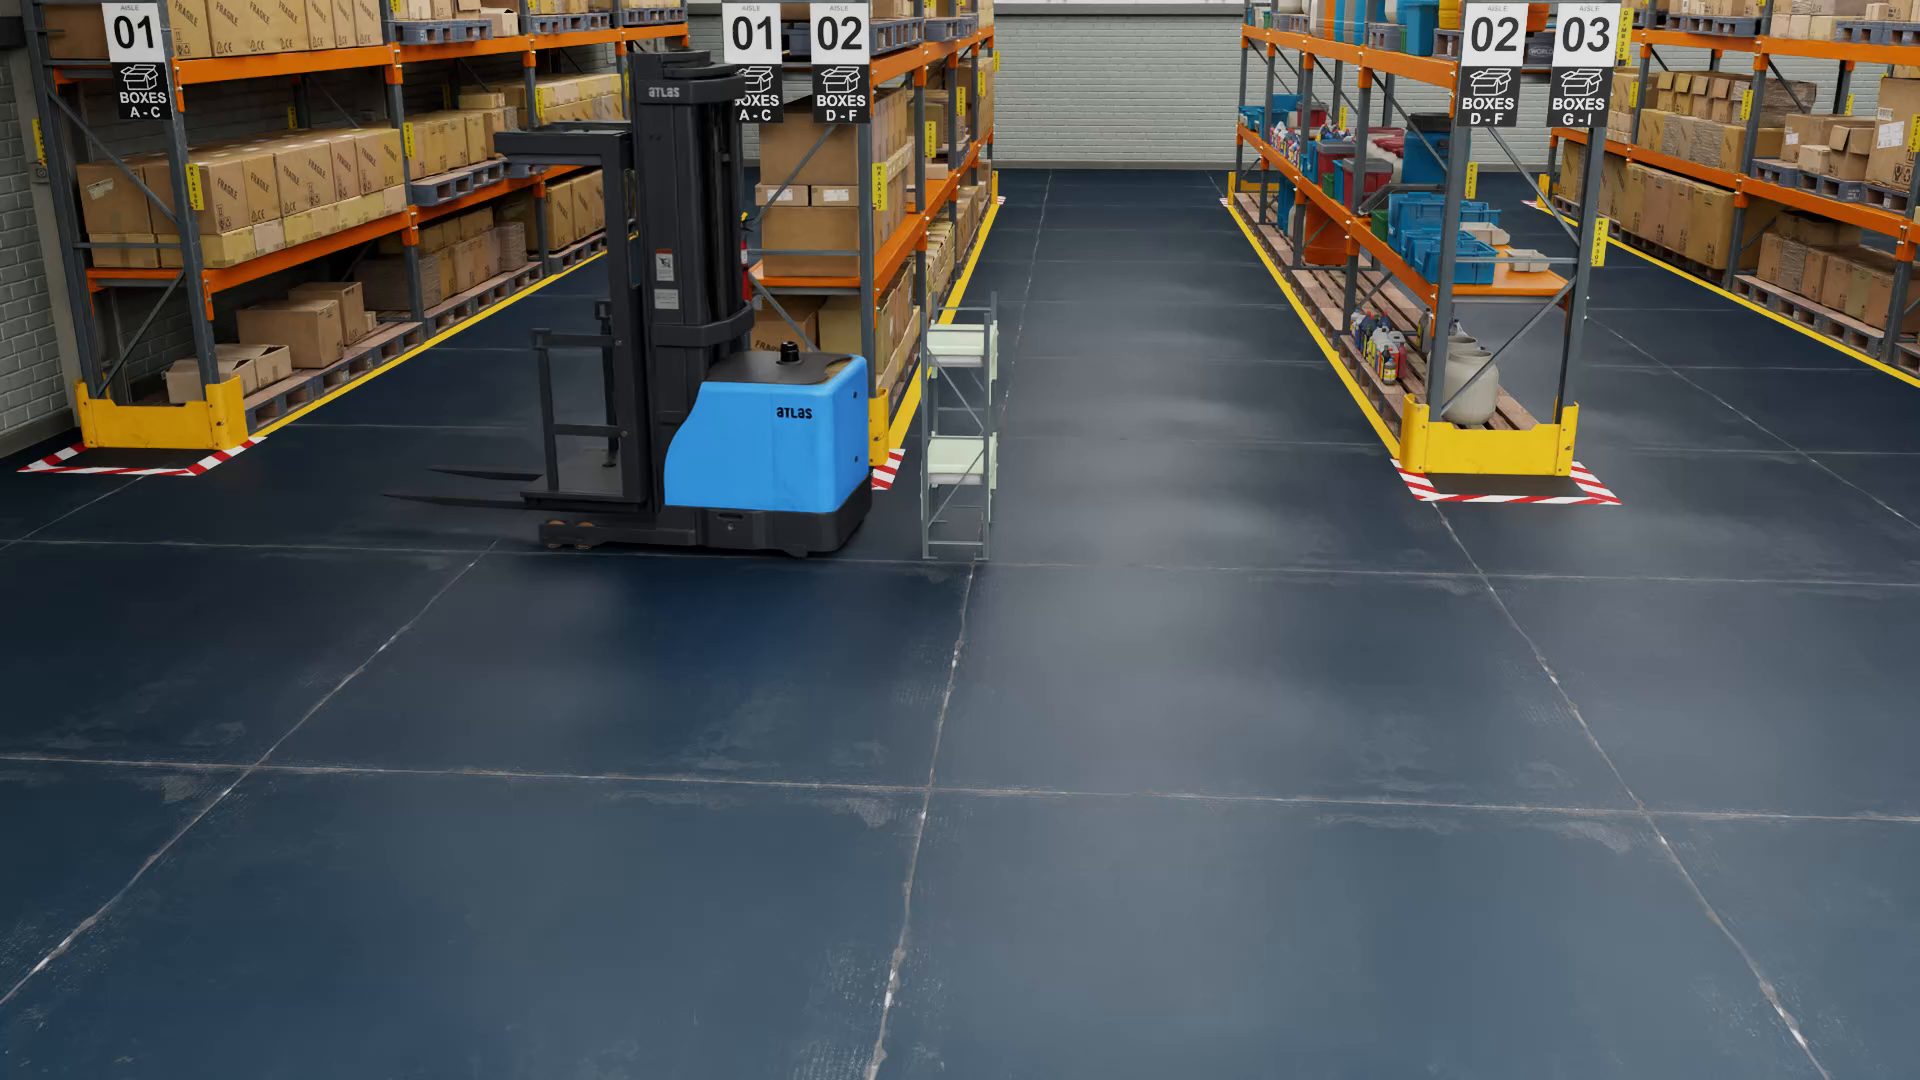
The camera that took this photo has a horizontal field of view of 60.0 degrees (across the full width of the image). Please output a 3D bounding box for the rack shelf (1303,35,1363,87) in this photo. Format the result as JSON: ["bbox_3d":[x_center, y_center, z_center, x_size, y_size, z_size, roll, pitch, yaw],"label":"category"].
[{"bbox_3d":[4.255,-4.869,16.805,1.077,0.370,4.000,1,18,4],"label":"rack shelf"}]

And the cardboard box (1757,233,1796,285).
[{"bbox_3d":[9.311,-3.109,18.402,0.700,0.500,0.500,0,18,1],"label":"cardboard box"}]

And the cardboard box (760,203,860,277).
[{"bbox_3d":[-1.069,-2.226,12.240,0.700,0.500,0.500,1,18,4],"label":"cardboard box"}]

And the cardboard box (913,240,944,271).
[{"bbox_3d":[-0.441,-3.036,17.712,0.500,0.311,0.500,2,18,5],"label":"cardboard box"}]

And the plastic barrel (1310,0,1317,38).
[{"bbox_3d":[4.071,-5.796,18.297,0.421,0.512,0.421,0,18,0],"label":"plastic barrel"}]

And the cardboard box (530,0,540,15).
[{"bbox_3d":[-5.520,-6.628,20.148,0.700,0.500,0.500,0,18,1],"label":"cardboard box"}]

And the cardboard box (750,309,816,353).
[{"bbox_3d":[-1.373,-1.457,12.588,0.500,0.500,0.500,1,18,4],"label":"cardboard box"}]

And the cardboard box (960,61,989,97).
[{"bbox_3d":[0.170,-6.904,24.910,0.500,0.500,0.500,2,18,6],"label":"cardboard box"}]

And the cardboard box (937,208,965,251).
[{"bbox_3d":[-0.192,-3.838,20.626,0.500,0.500,0.500,1,18,2],"label":"cardboard box"}]

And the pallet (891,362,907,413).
[{"bbox_3d":[-1.012,-1.325,14.129,1.003,0.211,1.213,1,18,4],"label":"pallet"}]

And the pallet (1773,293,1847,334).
[{"bbox_3d":[9.191,-2.351,17.258,1.003,0.211,1.213,1,18,4],"label":"pallet"}]

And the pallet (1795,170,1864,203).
[{"bbox_3d":[9.238,-3.590,16.869,1.003,0.211,1.213,1,18,4],"label":"pallet"}]

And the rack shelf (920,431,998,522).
[{"bbox_3d":[0.000,-0.401,10.285,0.431,0.370,0.720,1,18,4],"label":"rack shelf"}]

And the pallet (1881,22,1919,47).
[{"bbox_3d":[9.203,-4.580,15.067,1.213,0.211,1.003,1,18,4],"label":"pallet"}]

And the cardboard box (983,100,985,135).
[{"bbox_3d":[0.087,-6.120,24.122,0.500,0.500,0.500,2,18,5],"label":"cardboard box"}]

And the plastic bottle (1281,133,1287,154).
[{"bbox_3d":[4.154,-5.058,21.248,0.097,0.271,0.097,0,18,0],"label":"plastic bottle"}]

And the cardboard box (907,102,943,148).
[{"bbox_3d":[-0.609,-4.964,19.920,0.700,0.500,0.500,-5,19,-15],"label":"cardboard box"}]

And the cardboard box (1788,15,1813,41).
[{"bbox_3d":[9.014,-5.351,17.360,0.500,0.250,0.500,2,18,5],"label":"cardboard box"}]

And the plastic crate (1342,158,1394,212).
[{"bbox_3d":[3.842,-3.352,15.734,0.402,0.464,0.583,1,18,4],"label":"plastic crate"}]

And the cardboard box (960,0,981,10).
[{"bbox_3d":[0.028,-7.498,23.110,0.500,0.250,0.500,1,18,4],"label":"cardboard box"}]

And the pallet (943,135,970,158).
[{"bbox_3d":[-0.407,-5.032,21.270,1.003,0.211,1.213,1,18,4],"label":"pallet"}]

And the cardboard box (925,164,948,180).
[{"bbox_3d":[-0.330,-4.114,18.564,0.380,0.149,0.250,1,18,4],"label":"cardboard box"}]

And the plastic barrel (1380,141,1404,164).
[{"bbox_3d":[4.452,-3.749,16.830,0.433,0.535,0.433,0,18,0],"label":"plastic barrel"}]

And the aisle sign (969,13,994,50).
[{"bbox_3d":[0.342,-8.253,26.618,0.394,0.787,0.004,1,18,4],"label":"aisle sign"}]

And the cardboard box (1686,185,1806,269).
[{"bbox_3d":[9.409,-3.700,19.636,1.225,0.875,0.875,0,18,1],"label":"cardboard box"}]

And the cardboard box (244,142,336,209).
[{"bbox_3d":[-5.608,-3.054,13.930,0.500,0.500,0.500,2,18,6],"label":"cardboard box"}]

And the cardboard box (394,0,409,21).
[{"bbox_3d":[-5.651,-5.226,15.904,0.500,0.500,0.500,4,19,12],"label":"cardboard box"}]

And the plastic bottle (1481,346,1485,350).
[{"bbox_3d":[4.301,-1.467,13.738,0.061,0.283,0.133,2,18,5],"label":"plastic bottle"}]

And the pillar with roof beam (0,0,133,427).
[{"bbox_3d":[-2.575,-5.135,11.643,9.100,9.000,0.400,1,18,4],"label":"pillar with roof beam"}]

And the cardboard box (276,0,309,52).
[{"bbox_3d":[-5.658,-4.218,13.470,0.500,0.500,0.500,2,18,7],"label":"cardboard box"}]

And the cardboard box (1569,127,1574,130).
[{"bbox_3d":[9.505,-6.319,25.293,0.380,0.149,0.250,1,18,3],"label":"cardboard box"}]

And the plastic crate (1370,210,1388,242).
[{"bbox_3d":[3.733,-2.649,14.030,0.450,0.188,0.662,1,18,4],"label":"plastic crate"}]

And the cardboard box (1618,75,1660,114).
[{"bbox_3d":[9.392,-6.114,22.823,0.500,0.500,0.500,2,18,5],"label":"cardboard box"}]

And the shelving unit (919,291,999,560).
[{"bbox_3d":[0.000,-0.711,10.183,0.431,1.500,0.755,1,18,4],"label":"shelving unit"}]

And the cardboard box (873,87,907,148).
[{"bbox_3d":[-0.854,-3.803,14.966,0.700,0.500,0.500,1,18,4],"label":"cardboard box"}]

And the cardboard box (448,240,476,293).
[{"bbox_3d":[-5.669,-2.955,17.932,0.700,0.500,0.500,1,18,5],"label":"cardboard box"}]

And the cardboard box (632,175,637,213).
[{"bbox_3d":[-5.040,-5.112,24.547,0.700,0.500,0.500,2,18,5],"label":"cardboard box"}]

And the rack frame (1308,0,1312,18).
[{"bbox_3d":[4.399,-7.258,18.121,1.000,3.000,0.127,1,18,4],"label":"rack frame"}]

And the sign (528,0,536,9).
[{"bbox_3d":[-4.942,-6.287,19.144,0.100,0.325,0.005,1,18,4],"label":"sign"}]

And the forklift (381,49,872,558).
[{"bbox_3d":[-2.141,-1.491,10.266,3.031,2.935,1.130,3,18,10],"label":"forklift"}]

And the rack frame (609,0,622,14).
[{"bbox_3d":[-5.196,-8.721,22.587,1.000,3.000,0.127,1,18,4],"label":"rack frame"}]

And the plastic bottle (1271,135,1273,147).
[{"bbox_3d":[4.234,-5.373,22.322,0.097,0.201,0.097,0,18,0],"label":"plastic bottle"}]

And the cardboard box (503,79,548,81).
[{"bbox_3d":[-5.592,-5.808,21.455,0.500,0.250,0.500,1,18,3],"label":"cardboard box"}]

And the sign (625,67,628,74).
[{"bbox_3d":[-5.462,-7.576,27.209,0.100,0.325,0.005,1,18,4],"label":"sign"}]

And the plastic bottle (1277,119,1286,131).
[{"bbox_3d":[4.334,-5.511,22.505,0.144,0.351,0.185,1,18,4],"label":"plastic bottle"}]

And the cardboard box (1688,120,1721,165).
[{"bbox_3d":[9.203,-4.819,20.152,0.500,0.500,0.500,1,18,2],"label":"cardboard box"}]

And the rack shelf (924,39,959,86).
[{"bbox_3d":[-0.685,-4.981,17.146,1.077,0.370,4.000,1,18,4],"label":"rack shelf"}]

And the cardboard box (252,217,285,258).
[{"bbox_3d":[-5.682,-2.388,13.102,0.500,0.250,0.500,1,18,2],"label":"cardboard box"}]

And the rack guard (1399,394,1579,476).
[{"bbox_3d":[3.784,-0.759,11.937,1.175,0.500,0.348,1,18,4],"label":"rack guard"}]

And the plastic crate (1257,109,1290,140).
[{"bbox_3d":[4.379,-5.823,23.306,0.392,0.384,0.575,1,18,4],"label":"plastic crate"}]

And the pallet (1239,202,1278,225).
[{"bbox_3d":[4.784,-4.933,25.140,1.003,0.211,1.213,1,18,4],"label":"pallet"}]

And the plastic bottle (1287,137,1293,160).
[{"bbox_3d":[4.084,-4.842,20.569,0.061,0.283,0.133,1,18,4],"label":"plastic bottle"}]

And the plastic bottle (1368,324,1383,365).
[{"bbox_3d":[3.596,-1.683,14.289,0.144,0.351,0.185,1,18,3],"label":"plastic bottle"}]

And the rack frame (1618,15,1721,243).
[{"bbox_3d":[9.626,-5.539,22.509,1.000,3.000,0.127,1,18,4],"label":"rack frame"}]
